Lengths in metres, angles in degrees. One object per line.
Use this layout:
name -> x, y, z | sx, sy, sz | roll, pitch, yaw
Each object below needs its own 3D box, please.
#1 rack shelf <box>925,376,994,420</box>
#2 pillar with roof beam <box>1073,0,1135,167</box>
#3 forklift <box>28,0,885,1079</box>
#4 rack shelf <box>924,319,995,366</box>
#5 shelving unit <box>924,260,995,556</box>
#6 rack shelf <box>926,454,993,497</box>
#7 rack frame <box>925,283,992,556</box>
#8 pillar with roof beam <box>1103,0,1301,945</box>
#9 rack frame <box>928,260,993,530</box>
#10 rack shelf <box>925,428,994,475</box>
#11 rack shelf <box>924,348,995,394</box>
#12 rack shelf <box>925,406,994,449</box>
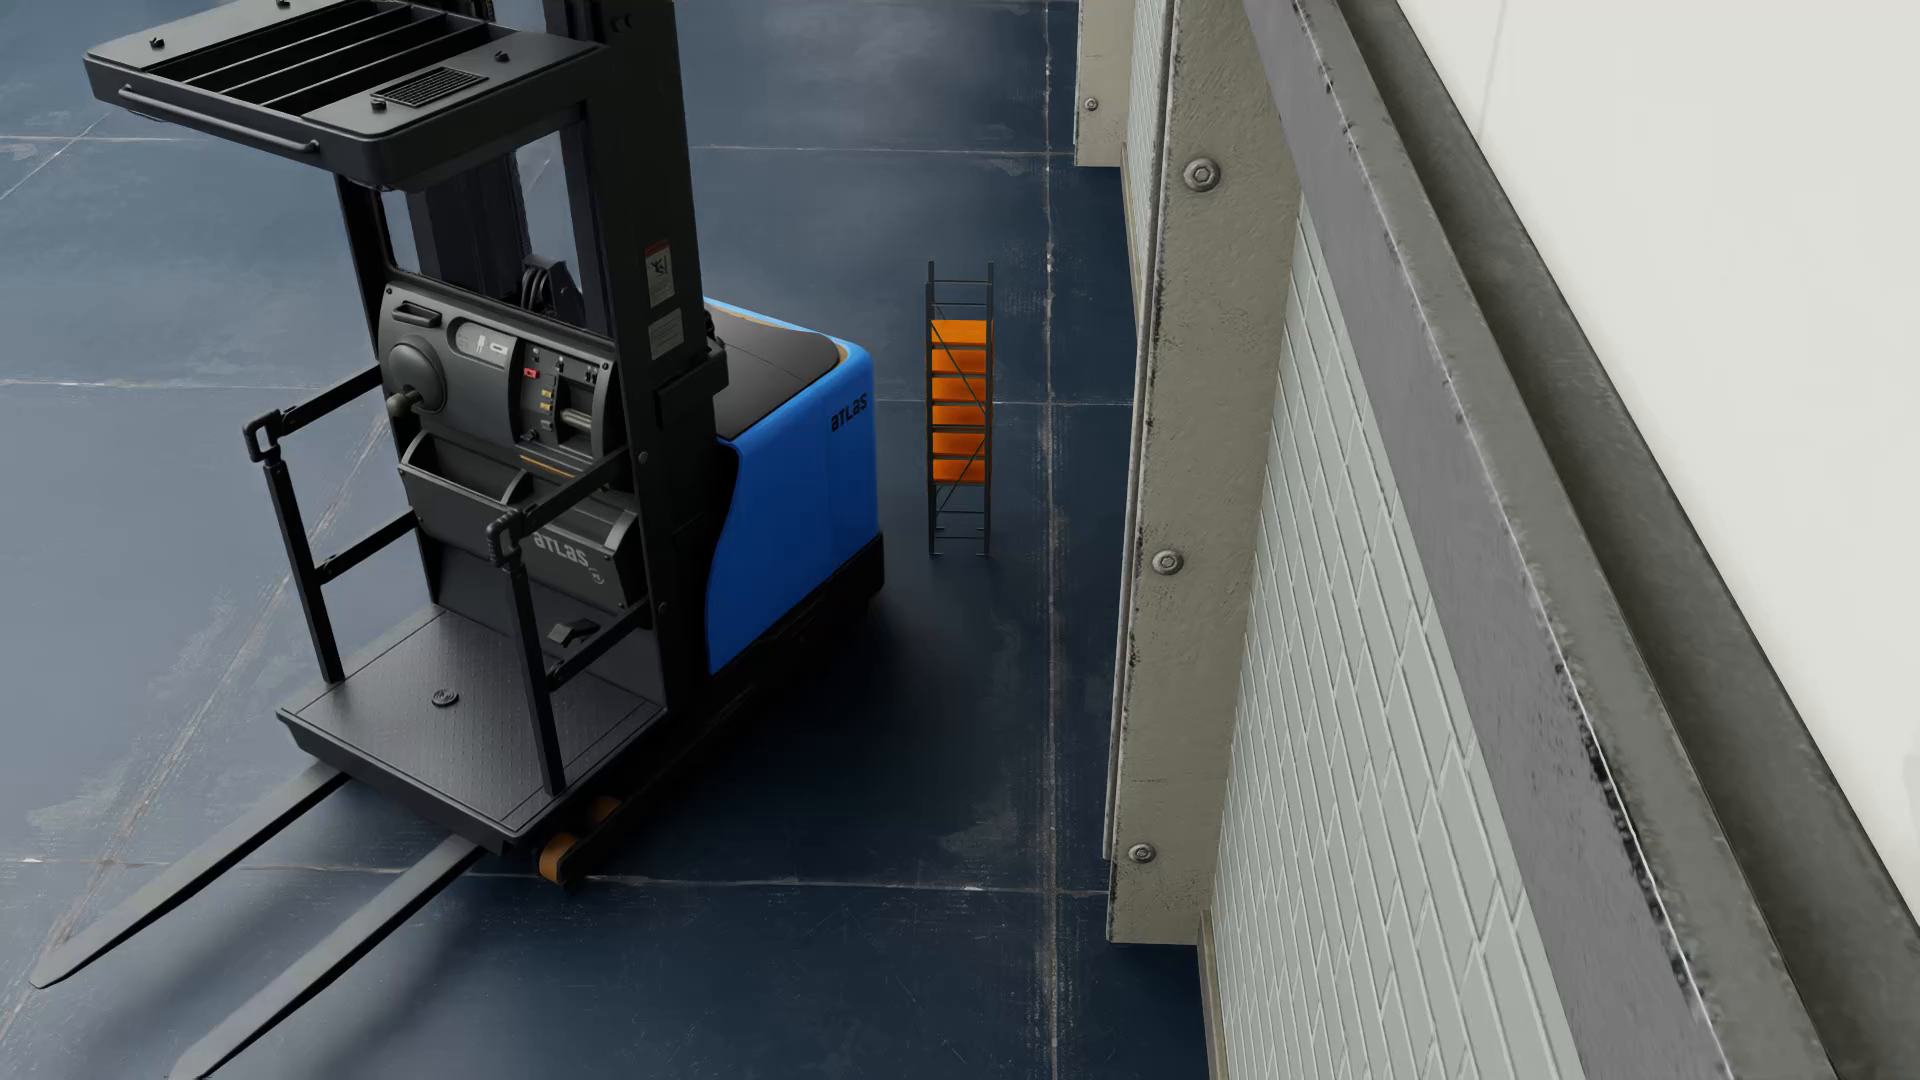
rack shelf -> -0.001, -0.544, 6.350 | 0.258, 0.103, 0.180 | 1, 35, 2
pillar with roof beam -> -3.455, -6.125, 7.639 | 9.100, 9.000, 0.400 | 1, 35, 2
forklift -> -1.503, -0.427, 4.808 | 1.130, 2.935, 3.031 | 20, 40, 26
rack shelf -> -0.001, -0.741, 6.212 | 0.258, 0.103, 0.180 | 1, 35, 2
shelving unit -> -0.001, -0.483, 6.393 | 0.258, 1.200, 0.189 | 1, 35, 2
rack shelf -> -0.001, -0.250, 6.557 | 0.258, 0.103, 0.180 | 1, 35, 2
rack frame -> -0.004, -0.430, 6.318 | 0.240, 1.200, 0.006 | 1, 35, 2
pillar with roof beam -> -3.696, -2.678, 2.734 | 9.100, 9.000, 0.400 | 1, 35, 2
rack frame -> 0.003, -0.535, 6.468 | 0.240, 1.200, 0.006 | 1, 35, 2
rack shelf -> -0.001, -0.348, 6.488 | 0.258, 0.103, 0.180 | 1, 35, 2
rack shelf -> -0.001, -0.643, 6.281 | 0.258, 0.103, 0.180 | 1, 35, 2
rack shelf -> -0.001, -0.446, 6.419 | 0.258, 0.103, 0.180 | 1, 35, 2
